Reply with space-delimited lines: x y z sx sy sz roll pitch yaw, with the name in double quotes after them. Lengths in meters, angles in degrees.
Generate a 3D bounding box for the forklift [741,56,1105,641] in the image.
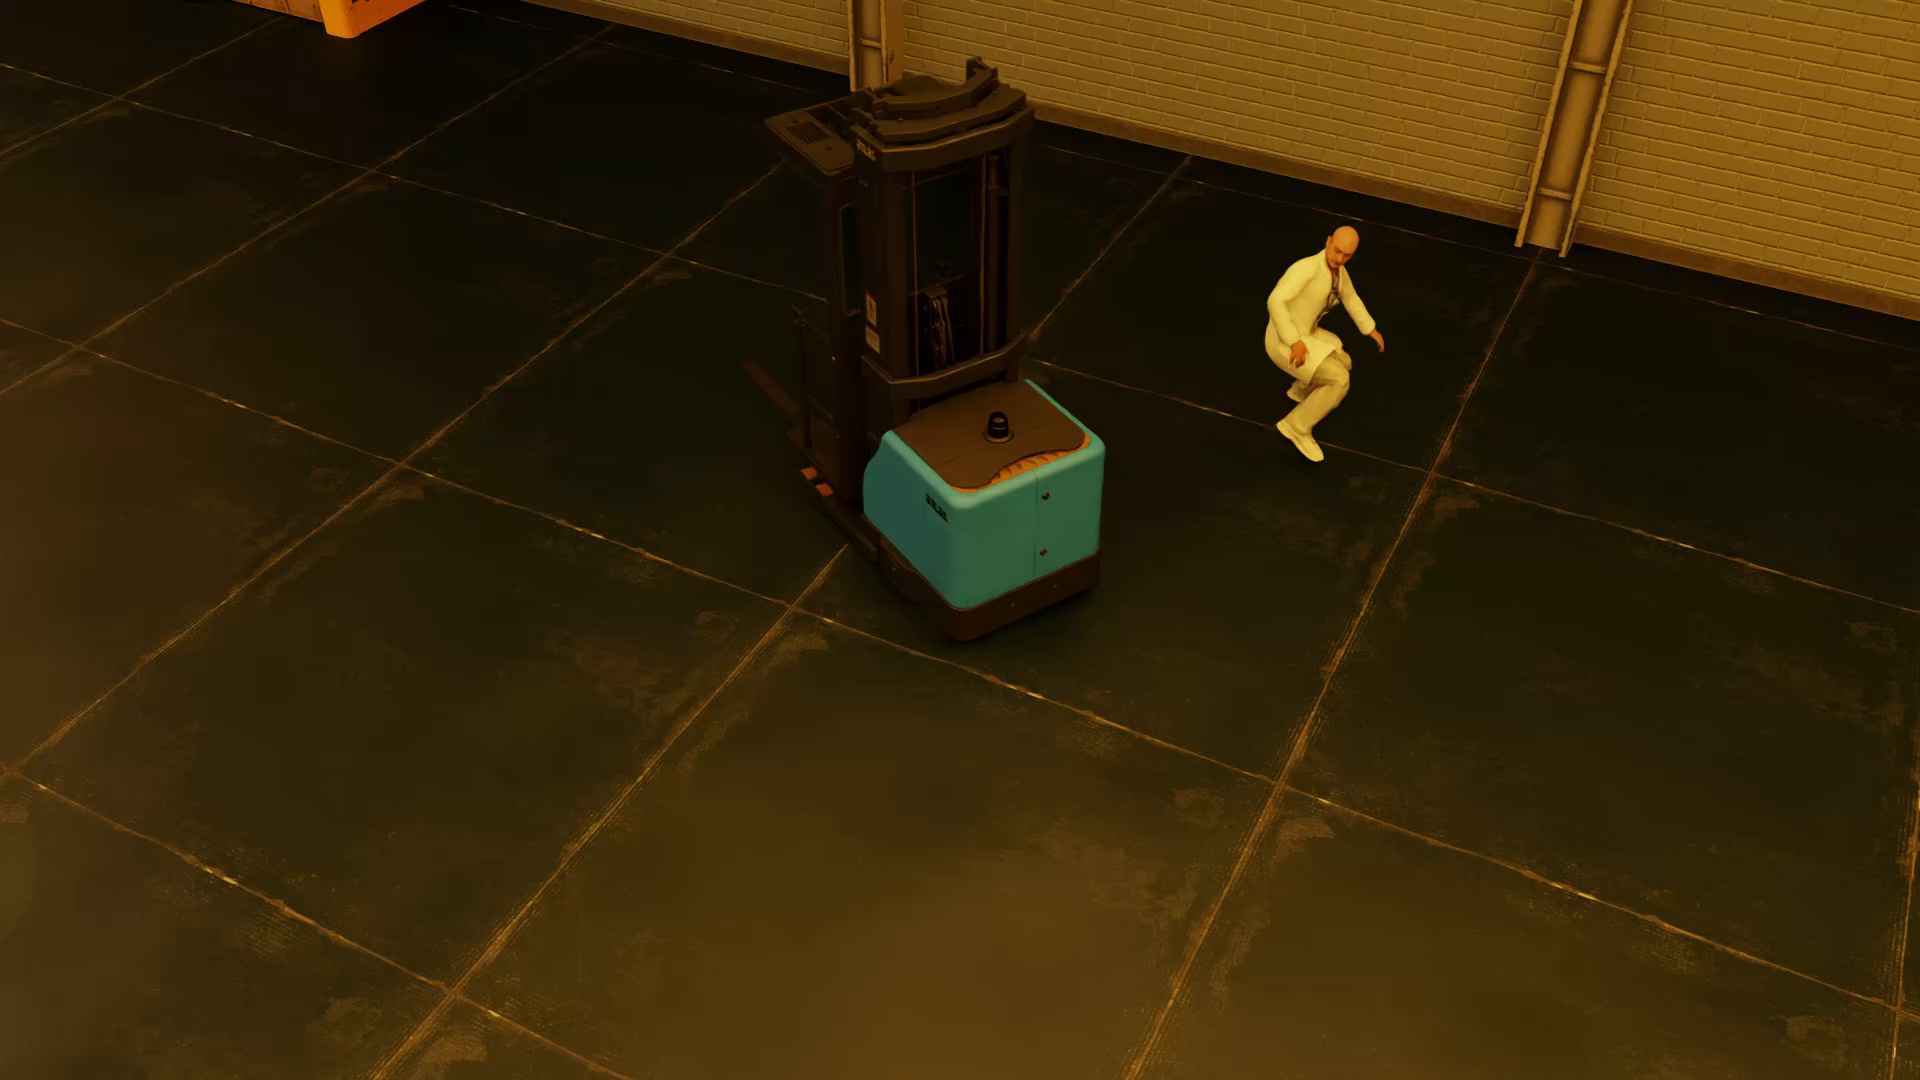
-0.395 -1.465 9.726 1.130 2.935 3.031 -23 45 -25 "forklift"

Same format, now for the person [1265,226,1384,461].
2.321 -1.285 10.665 0.675 1.546 0.846 19 44 22 "person"
